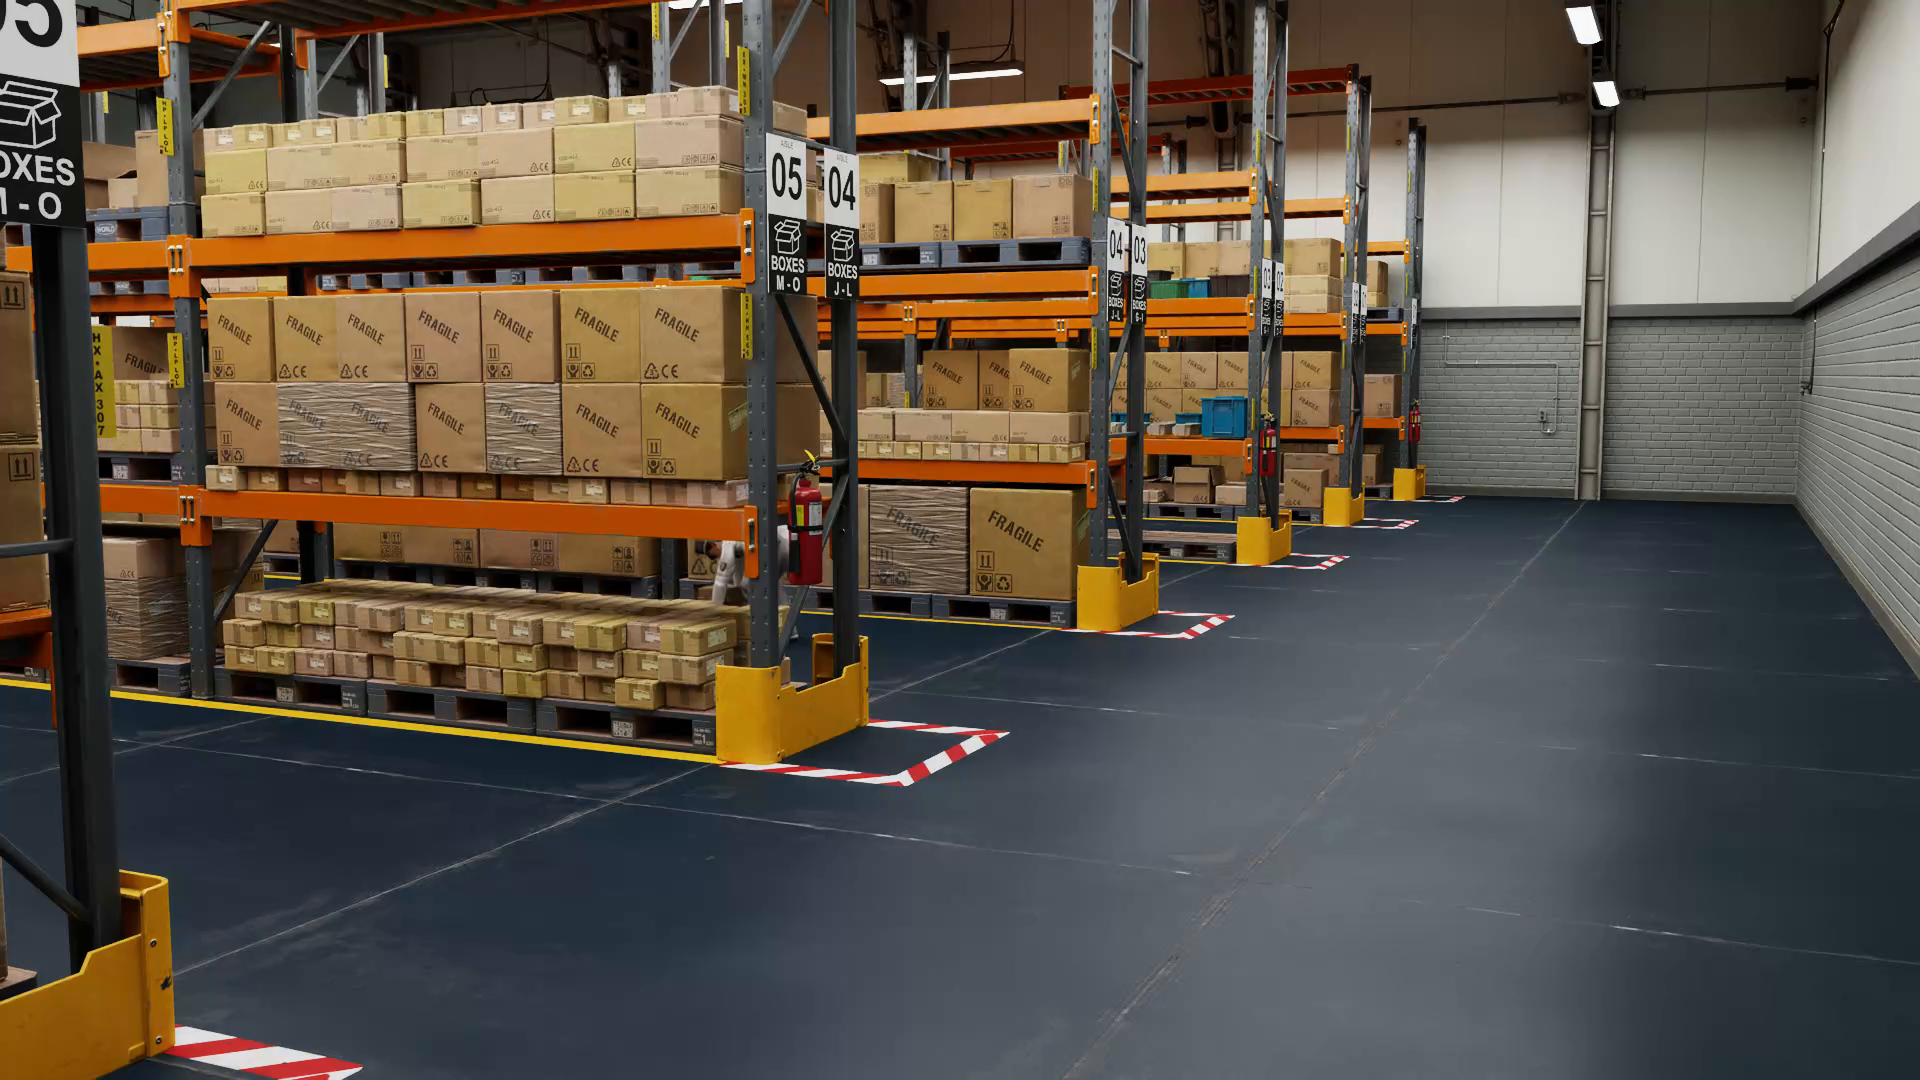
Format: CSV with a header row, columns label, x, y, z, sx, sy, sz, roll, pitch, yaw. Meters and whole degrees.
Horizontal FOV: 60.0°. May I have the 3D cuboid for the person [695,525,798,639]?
label,x,y,z,sx,sy,sz,roll,pitch,yaw
person,-1.572,0.276,12.508,0.901,0.972,0.445,2,6,21
